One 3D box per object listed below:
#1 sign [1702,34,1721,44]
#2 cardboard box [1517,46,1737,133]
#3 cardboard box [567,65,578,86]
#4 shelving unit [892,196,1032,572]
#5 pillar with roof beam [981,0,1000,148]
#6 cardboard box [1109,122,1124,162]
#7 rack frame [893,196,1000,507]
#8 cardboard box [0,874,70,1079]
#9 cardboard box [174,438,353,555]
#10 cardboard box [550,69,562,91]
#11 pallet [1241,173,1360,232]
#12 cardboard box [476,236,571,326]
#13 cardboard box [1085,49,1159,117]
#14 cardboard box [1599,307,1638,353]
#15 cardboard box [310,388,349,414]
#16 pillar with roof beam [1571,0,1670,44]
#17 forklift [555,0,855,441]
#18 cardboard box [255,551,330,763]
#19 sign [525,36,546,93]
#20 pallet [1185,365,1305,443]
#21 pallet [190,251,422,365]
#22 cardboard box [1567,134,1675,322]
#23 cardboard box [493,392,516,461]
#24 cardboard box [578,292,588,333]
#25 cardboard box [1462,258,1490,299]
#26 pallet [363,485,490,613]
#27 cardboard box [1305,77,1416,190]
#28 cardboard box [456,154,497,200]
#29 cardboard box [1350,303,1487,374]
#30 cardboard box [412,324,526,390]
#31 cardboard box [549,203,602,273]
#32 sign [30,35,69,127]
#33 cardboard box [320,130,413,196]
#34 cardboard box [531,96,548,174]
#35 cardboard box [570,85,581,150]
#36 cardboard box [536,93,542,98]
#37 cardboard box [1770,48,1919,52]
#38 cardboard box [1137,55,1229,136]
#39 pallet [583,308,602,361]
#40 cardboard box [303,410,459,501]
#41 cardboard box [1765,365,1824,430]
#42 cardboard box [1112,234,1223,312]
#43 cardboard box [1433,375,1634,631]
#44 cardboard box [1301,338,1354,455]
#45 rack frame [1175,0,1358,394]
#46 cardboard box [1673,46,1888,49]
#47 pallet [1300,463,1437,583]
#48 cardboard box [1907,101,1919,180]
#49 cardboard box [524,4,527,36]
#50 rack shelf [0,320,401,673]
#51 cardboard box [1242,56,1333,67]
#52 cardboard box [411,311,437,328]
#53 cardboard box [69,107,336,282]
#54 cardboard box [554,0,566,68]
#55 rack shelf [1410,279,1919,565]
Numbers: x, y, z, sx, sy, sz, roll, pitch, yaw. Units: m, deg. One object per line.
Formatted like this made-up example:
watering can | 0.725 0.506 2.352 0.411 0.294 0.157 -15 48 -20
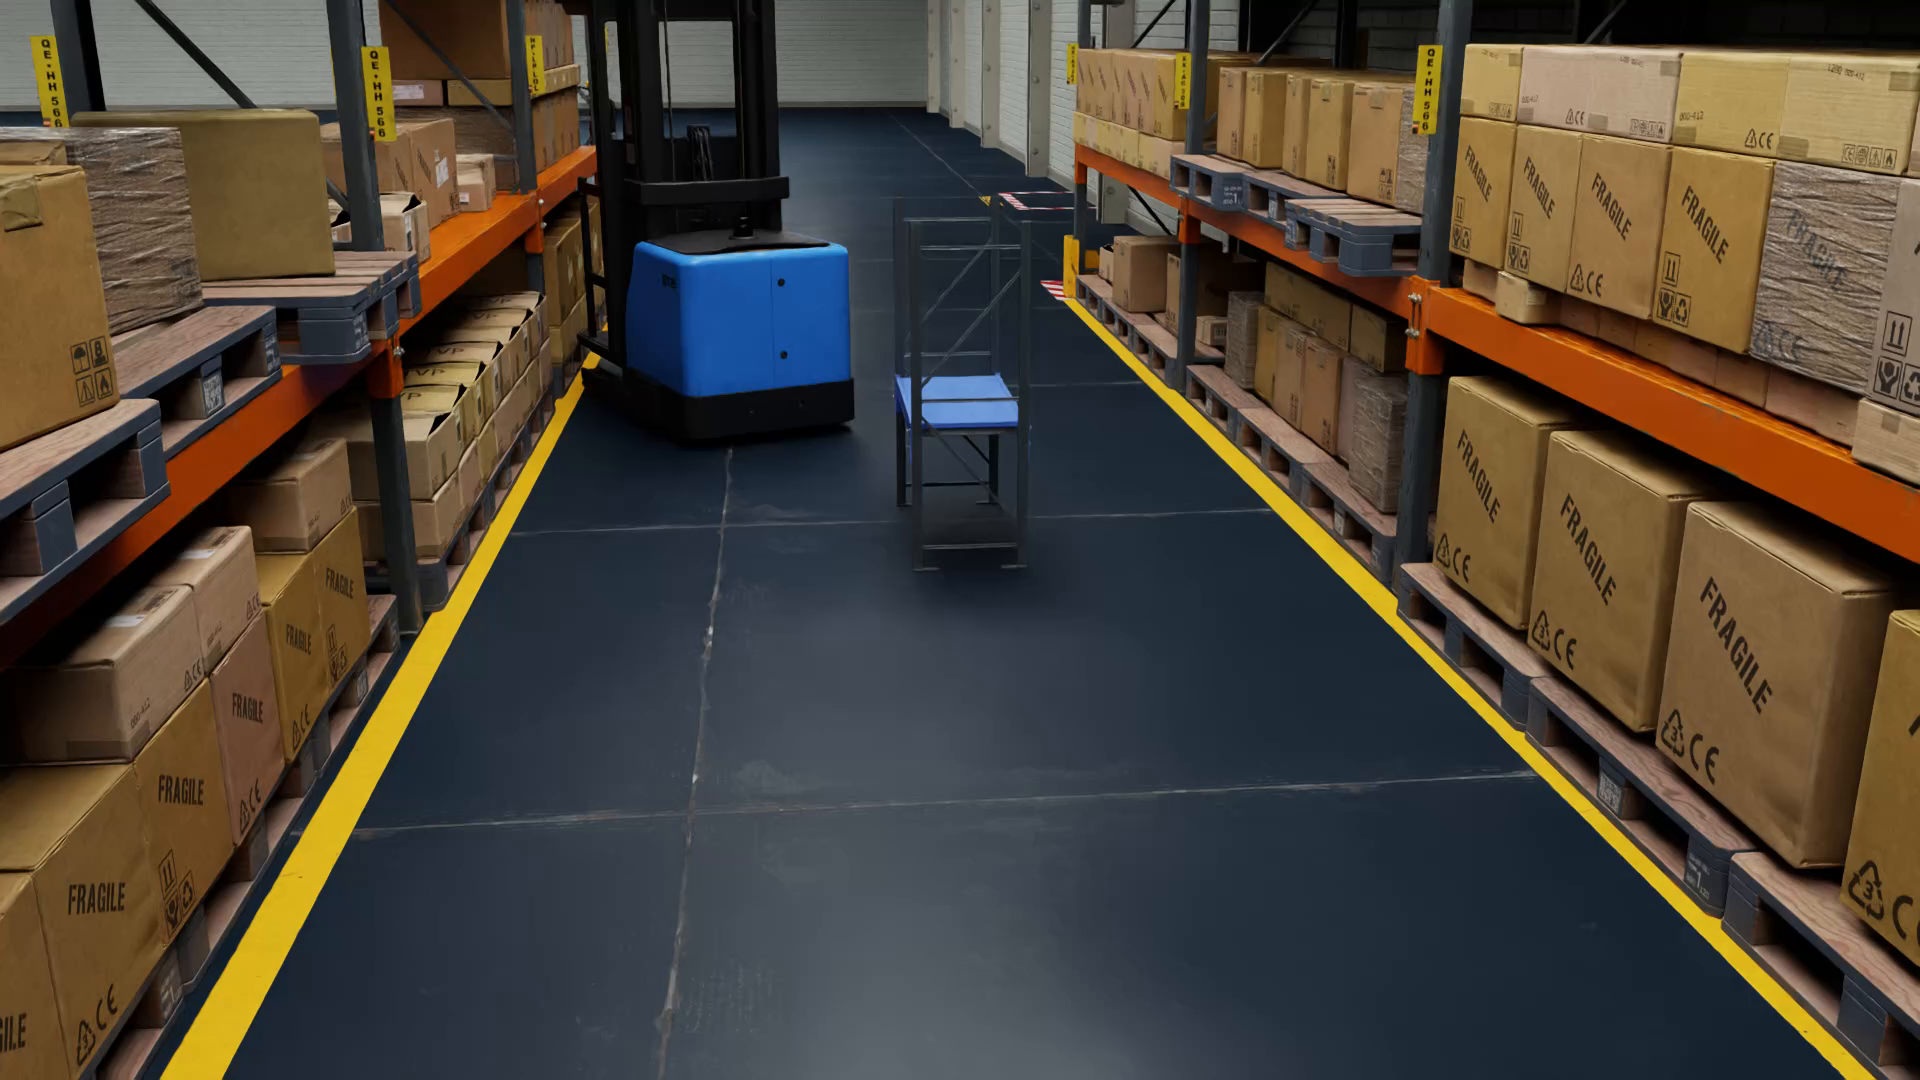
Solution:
sign | 2.864 -1.781 6.409 0.100 0.325 0.005 -2 18 -6
cardboard box | 2.159 -1.464 5.383 0.500 0.250 0.500 -2 18 -6
cardboard box | -3.182 -3.611 12.921 0.380 0.149 0.250 -1 17 -4
shelving unit | -0.009 -0.741 7.533 0.538 1.500 1.048 -2 18 -6
pillar with roof beam | -3.719 -11.504 29.297 9.100 9.000 0.400 -2 18 -6
cardboard box | 1.386 -2.920 12.186 0.500 0.250 0.500 -2 18 -5
rack frame | -0.061 -0.892 8.016 0.500 1.500 0.032 -2 18 -6
cardboard box | -2.009 0.967 3.029 0.500 0.500 0.500 -3 18 -8
cardboard box | -2.274 -0.143 5.312 0.500 0.250 0.500 -1 17 -4
cardboard box | -3.076 -3.303 11.941 0.380 0.149 0.250 -1 17 -4
pallet | 2.068 -1.707 8.427 1.003 0.211 1.213 -2 18 -6
cardboard box | -2.763 -1.642 10.537 0.500 0.500 0.500 -2 18 -6
cardboard box | 1.279 -3.590 13.071 0.500 0.500 0.500 -2 18 -5
cardboard box | 2.261 -0.689 5.251 0.380 0.149 0.250 -1 17 -4
cardboard box | -2.974 -0.515 7.264 0.500 0.311 0.500 -2 18 -6
pillar with roof beam | -1.243 -4.354 6.521 9.100 9.000 0.400 -2 18 -6
forklift | -1.775 -2.347 10.260 1.130 2.935 3.031 -10 20 -28
cardboard box | -2.231 0.352 4.986 0.500 0.500 0.500 -2 18 -8
sign | -2.488 -2.782 9.730 0.100 0.325 0.005 -2 18 -6
pallet | 1.982 -0.840 9.999 1.003 0.211 1.213 -2 18 -6
pallet | -2.475 -0.765 5.426 1.213 0.211 1.003 -2 18 -6
cardboard box | 2.203 -0.953 5.007 0.500 0.500 0.500 -2 18 -6
cardboard box | -2.541 -0.567 8.364 0.500 0.250 0.500 -1 17 -5
cardboard box | -2.866 -1.582 11.598 0.500 0.250 0.500 -2 18 -6
cardboard box | 2.116 -0.995 6.224 0.380 0.149 0.250 -2 18 -6
pallet | -2.661 0.028 7.236 1.003 0.211 1.213 -2 18 -6
cardboard box | 2.103 -1.978 8.069 0.700 0.500 0.500 -2 18 -6
cardboard box | -2.933 -2.031 9.389 0.500 0.250 0.500 -1 17 -2
cardboard box | 2.190 -0.970 7.946 0.500 0.250 0.500 -1 17 -5
cardboard box | -2.591 -0.989 8.771 0.500 0.311 0.500 -2 18 -6
cardboard box | -2.971 -2.238 12.435 0.500 0.500 0.500 -2 18 -6
sign | -3.166 -1.590 5.802 0.100 0.325 0.005 -2 18 -6
cardboard box | -2.804 -1.603 7.609 0.500 0.500 0.500 -3 18 -9
cardboard box | -3.188 -2.734 11.211 0.700 0.500 0.500 -2 17 -5
cardboard box | -3.404 -3.348 13.166 0.700 0.500 0.500 -2 18 -6
cardboard box | -2.969 -2.995 10.960 0.380 0.149 0.250 -2 18 -7
cardboard box | 2.717 -1.333 4.965 0.500 0.250 0.500 -2 18 -7
cardboard box | 1.486 -2.978 11.119 0.500 0.500 0.500 -2 18 -6
pallet | -3.196 -1.520 12.166 1.003 0.211 1.213 -2 18 -6
cardboard box | -2.376 -0.377 6.824 0.500 0.311 0.500 -1 17 -4
cardboard box | 2.321 -0.380 4.266 0.380 0.149 0.250 -2 18 -7
cardboard box | 1.554 -2.012 12.517 0.700 0.500 0.500 -3 18 -9
cardboard box | 2.258 -0.162 6.073 0.750 0.750 0.750 -2 18 -6
cardboard box | 2.169 -0.745 8.480 0.700 0.500 0.500 -2 18 -6
rack frame | 1.900 -2.402 10.320 1.000 3.000 0.127 -2 18 -6
cardboard box | 2.667 -1.486 5.453 0.500 0.250 0.500 -2 18 -7
pallet | 2.233 -0.113 7.684 1.003 0.211 1.213 -2 18 -6
cardboard box | 2.379 -0.859 3.458 0.500 0.250 0.500 -1 17 -4
cardboard box | -3.132 -3.197 10.520 0.700 0.500 0.500 -2 18 -6
rack shelf | -2.408 -0.117 4.243 1.077 0.370 4.000 -2 18 -6
cardboard box | 2.059 -2.844 10.694 0.500 0.500 0.500 -2 18 -7
cardboard box | -3.186 -1.124 9.202 0.500 0.311 0.500 -2 18 -6
cardboard box | -2.437 -1.120 5.369 0.700 0.500 0.500 -8 19 -24
cardboard box | -3.339 -3.794 12.423 0.700 0.500 0.500 -2 18 -7
rack shelf | 2.519 -0.271 4.734 1.077 0.370 4.000 -2 18 -6
